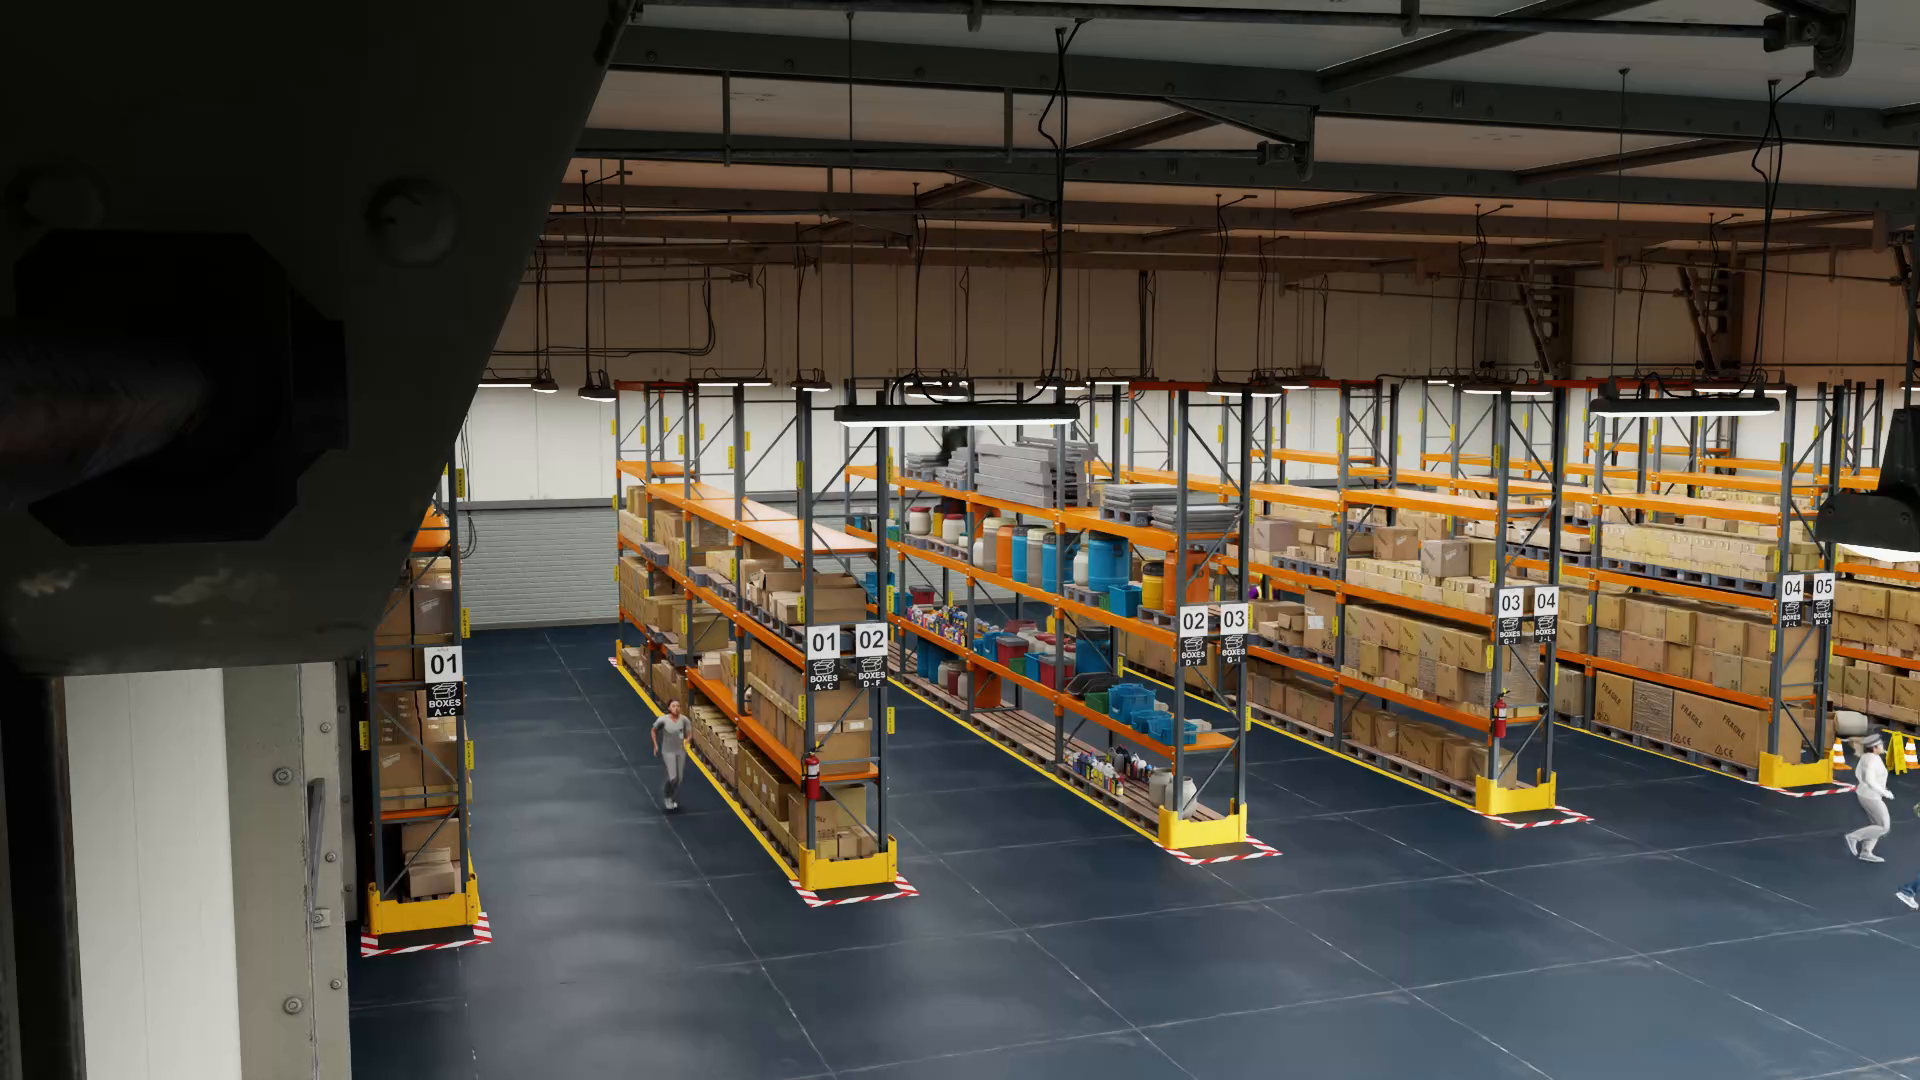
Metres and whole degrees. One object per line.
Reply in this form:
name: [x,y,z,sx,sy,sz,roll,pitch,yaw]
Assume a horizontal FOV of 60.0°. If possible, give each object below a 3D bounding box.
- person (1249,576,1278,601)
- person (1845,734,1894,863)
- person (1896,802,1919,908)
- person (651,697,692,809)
person: [6.675,1.608,36.584,0.723,1.740,0.635,-2,6,-15]
person: [11.566,3.273,21.173,0.543,1.652,0.602,2,6,14]
person: [11.240,3.517,19.085,0.860,1.614,0.550,1,6,13]
person: [-4.046,3.025,23.483,0.536,1.626,0.702,-3,7,-25]
